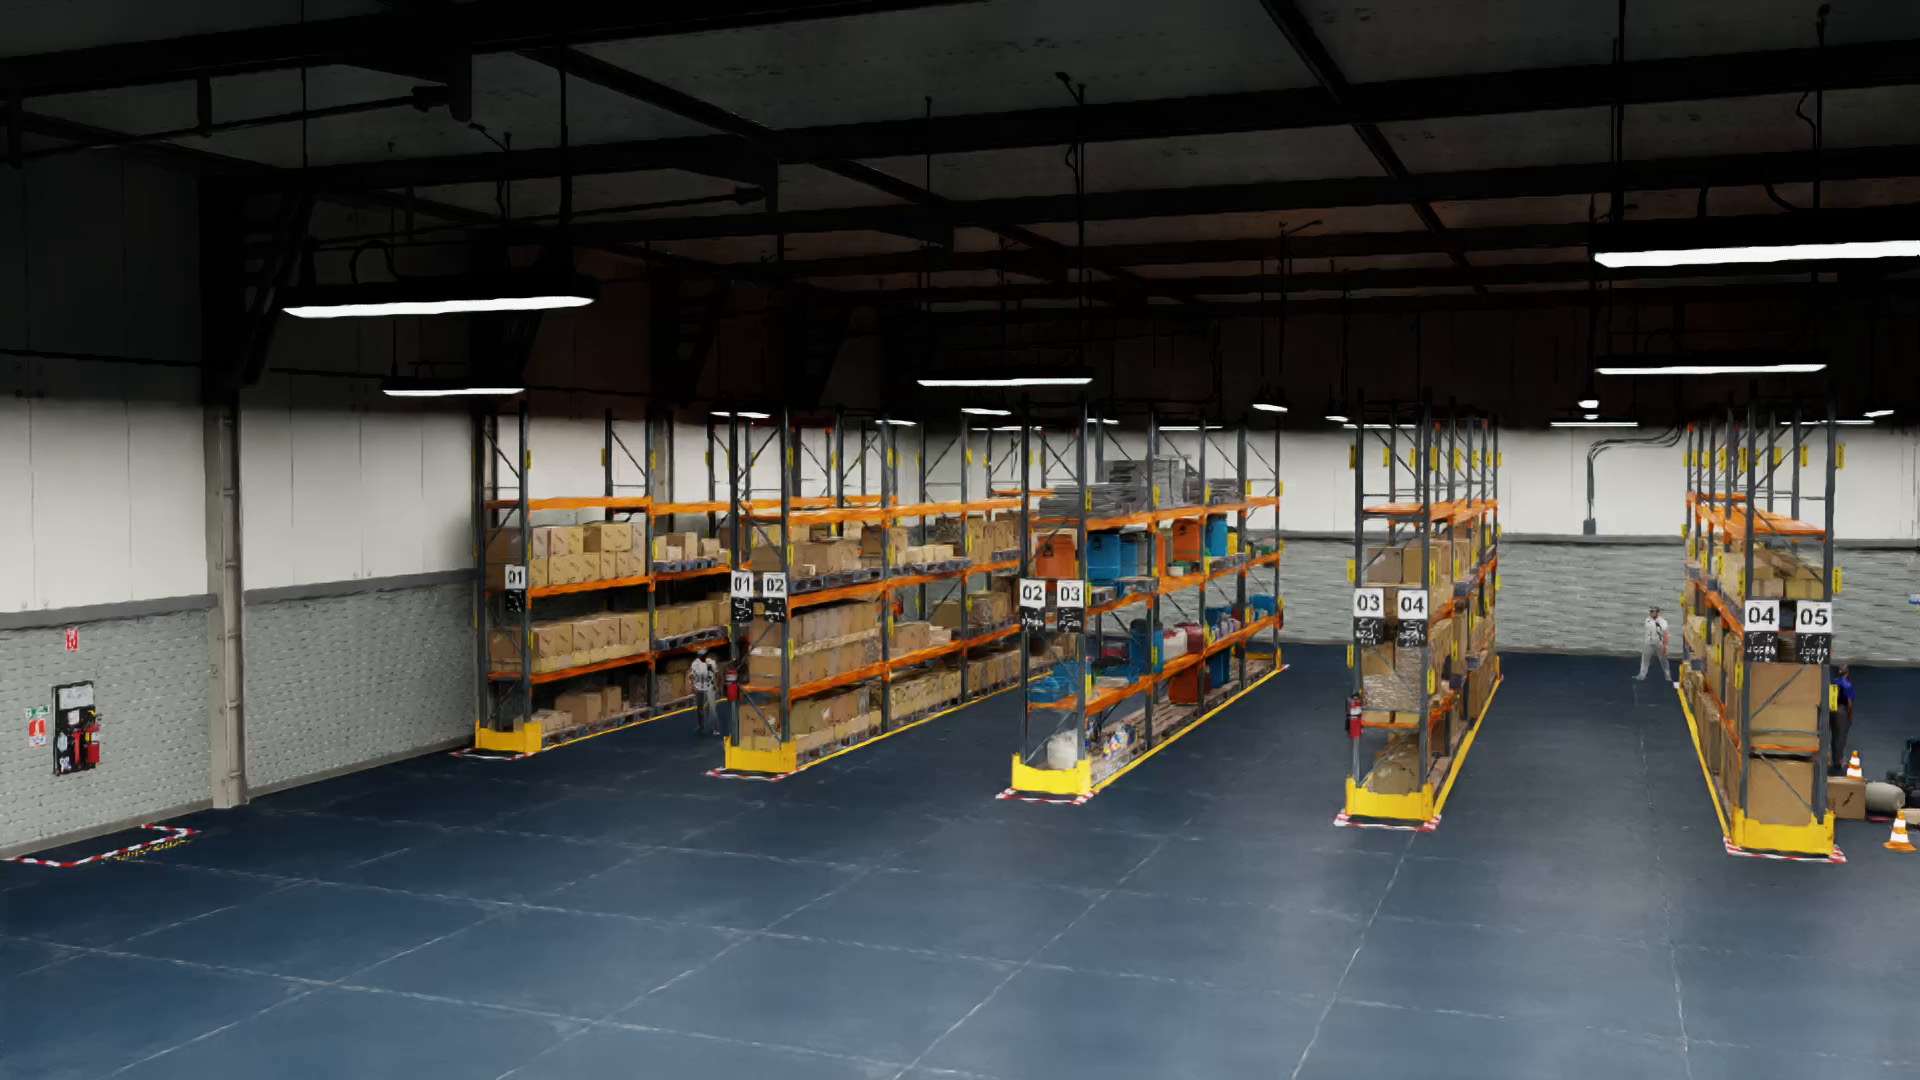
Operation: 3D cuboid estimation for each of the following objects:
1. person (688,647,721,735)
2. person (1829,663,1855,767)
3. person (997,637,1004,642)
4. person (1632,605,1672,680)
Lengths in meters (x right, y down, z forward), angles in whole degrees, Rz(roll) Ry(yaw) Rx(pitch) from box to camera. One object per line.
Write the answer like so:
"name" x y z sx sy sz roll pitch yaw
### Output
"person" -4.619 2.718 30.277 0.621 1.602 0.828 0 3 4
"person" 14.411 2.843 27.122 0.443 1.647 0.546 0 3 -3
"person" 0.900 1.970 43.734 0.716 1.785 0.532 -2 3 -31
"person" 15.650 2.317 37.459 0.935 1.711 0.586 -2 4 -38
